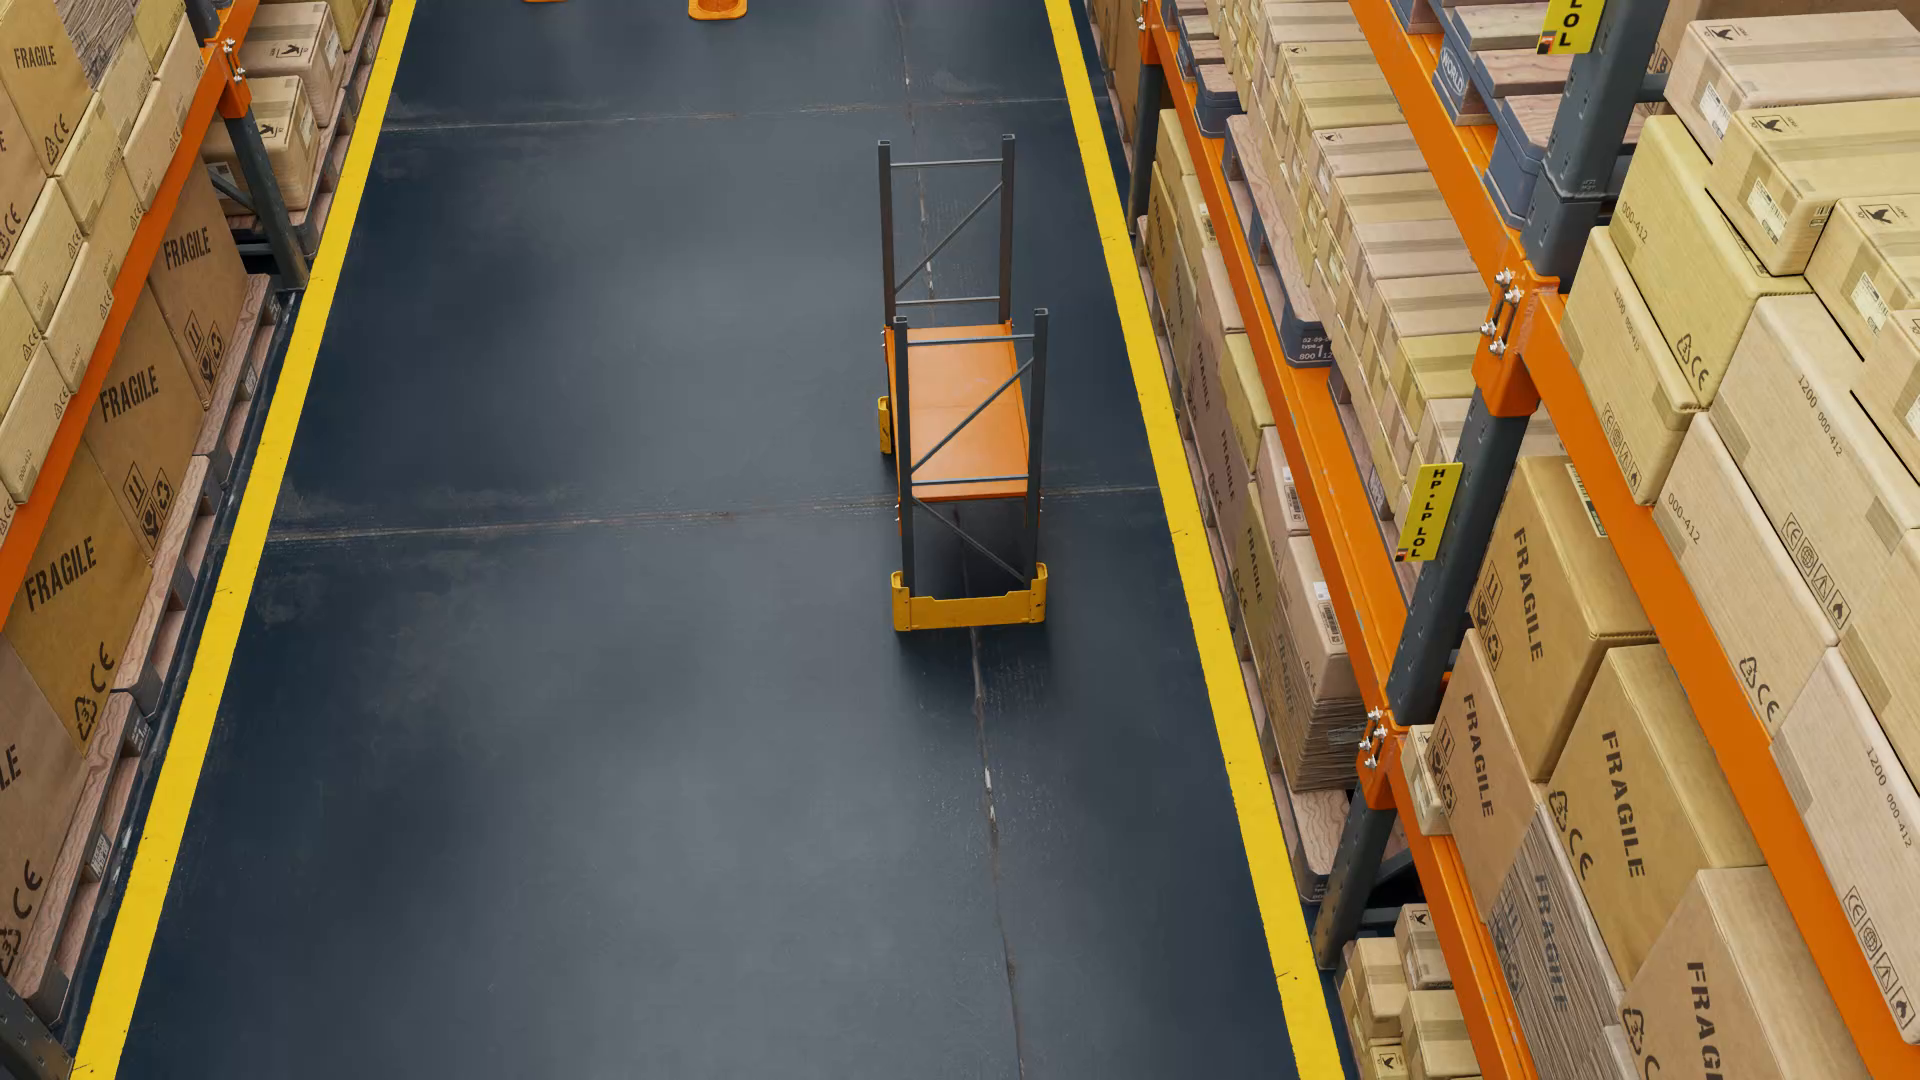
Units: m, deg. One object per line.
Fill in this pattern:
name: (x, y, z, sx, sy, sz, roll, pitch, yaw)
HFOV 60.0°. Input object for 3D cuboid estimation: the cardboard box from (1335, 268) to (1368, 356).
cardboard box: (1.364, -0.704, 5.030, 0.380, 0.149, 0.250, -5, 47, -5)

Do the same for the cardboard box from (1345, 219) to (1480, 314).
cardboard box: (1.369, -0.813, 4.928, 0.380, 0.149, 0.250, -4, 47, -3)

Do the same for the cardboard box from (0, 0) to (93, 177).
cardboard box: (-3.207, -1.510, 5.357, 0.500, 0.500, 0.500, -3, 47, -3)

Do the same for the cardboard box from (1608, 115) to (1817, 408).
cardboard box: (1.463, -0.489, 2.840, 0.500, 0.250, 0.500, -2, 47, -2)

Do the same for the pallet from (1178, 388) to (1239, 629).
pallet: (1.490, -0.189, 6.784, 1.003, 0.211, 1.213, -3, 47, -3)

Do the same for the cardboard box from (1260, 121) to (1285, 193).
cardboard box: (1.277, -1.357, 5.853, 0.380, 0.149, 0.250, -3, 47, -3)

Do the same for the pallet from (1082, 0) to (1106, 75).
pallet: (1.237, -3.091, 9.532, 1.003, 0.211, 1.213, -3, 47, -3)

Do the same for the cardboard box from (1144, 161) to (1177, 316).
cardboard box: (1.132, -1.352, 7.397, 0.500, 0.500, 0.500, -5, 47, -5)

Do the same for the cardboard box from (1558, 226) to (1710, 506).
cardboard box: (1.438, -0.329, 3.033, 0.500, 0.250, 0.500, -1, 47, -1)

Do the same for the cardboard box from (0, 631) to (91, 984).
cardboard box: (-3.394, 0.816, 5.085, 0.875, 0.875, 0.875, -2, 47, -2)

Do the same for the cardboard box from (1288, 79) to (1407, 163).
cardboard box: (1.302, -1.379, 5.464, 0.380, 0.149, 0.250, -4, 47, -4)

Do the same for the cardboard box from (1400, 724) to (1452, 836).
cardboard box: (1.360, 0.611, 4.278, 0.380, 0.149, 0.250, -2, 47, -2)

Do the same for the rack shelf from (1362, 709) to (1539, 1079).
rack shelf: (1.830, 1.994, 3.291, 1.077, 0.370, 4.000, -3, 47, -3)

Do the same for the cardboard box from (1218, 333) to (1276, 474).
cardboard box: (1.260, -0.521, 6.093, 0.500, 0.250, 0.500, -5, 47, -5)

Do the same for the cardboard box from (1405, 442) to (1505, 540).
cardboard box: (1.432, -0.136, 4.492, 0.380, 0.149, 0.250, -2, 47, -2)

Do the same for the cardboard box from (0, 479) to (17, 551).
cardboard box: (-3.081, 0.017, 4.772, 0.500, 0.250, 0.500, -5, 47, -4)

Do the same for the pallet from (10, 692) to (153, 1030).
pallet: (-3.402, 1.079, 5.583, 1.003, 0.211, 1.213, -3, 47, -3)

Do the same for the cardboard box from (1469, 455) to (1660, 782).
cardboard box: (1.457, 0.161, 3.570, 0.500, 0.500, 0.500, -2, 47, -2)

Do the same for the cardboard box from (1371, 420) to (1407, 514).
cardboard box: (1.409, -0.222, 4.778, 0.380, 0.149, 0.250, -3, 47, -3)

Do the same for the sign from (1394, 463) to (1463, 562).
sign: (1.109, -0.062, 3.945, 0.100, 0.325, 0.005, -3, 47, -3)

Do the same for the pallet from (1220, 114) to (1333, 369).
pallet: (1.534, -1.099, 5.857, 1.003, 0.211, 1.213, -3, 47, -3)

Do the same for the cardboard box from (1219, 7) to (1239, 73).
cardboard box: (1.209, -1.927, 6.393, 0.380, 0.149, 0.250, -1, 47, -1)

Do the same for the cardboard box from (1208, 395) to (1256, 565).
cardboard box: (1.268, -0.248, 6.351, 0.500, 0.500, 0.500, -4, 47, -4)

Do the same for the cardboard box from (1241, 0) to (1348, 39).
cardboard box: (1.236, -1.947, 6.002, 0.380, 0.149, 0.250, -5, 47, -5)

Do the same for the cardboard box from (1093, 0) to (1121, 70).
cardboard box: (1.289, -3.043, 8.827, 1.050, 0.750, 0.750, -3, 47, -3)

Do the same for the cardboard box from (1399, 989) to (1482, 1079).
cardboard box: (1.449, 1.396, 4.627, 0.380, 0.149, 0.250, -1, 47, -1)

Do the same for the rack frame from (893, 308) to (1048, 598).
rack frame: (0.035, -0.210, 5.916, 0.500, 1.500, 0.032, -3, 47, -3)

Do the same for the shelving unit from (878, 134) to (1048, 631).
shelving unit: (-0.006, -0.571, 6.258, 0.587, 1.500, 1.083, -3, 47, -3)

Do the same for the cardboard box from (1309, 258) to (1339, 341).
cardboard box: (1.341, -0.784, 5.311, 0.380, 0.149, 0.250, -5, 47, -5)

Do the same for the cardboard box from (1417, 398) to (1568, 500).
cardboard box: (1.434, -0.241, 4.387, 0.380, 0.149, 0.250, -2, 47, -1)

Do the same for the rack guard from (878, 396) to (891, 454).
rack guard: (-0.048, -0.501, 7.053, 0.587, 0.250, 0.087, -3, 47, -3)

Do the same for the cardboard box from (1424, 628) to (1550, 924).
cardboard box: (1.453, 0.537, 3.902, 0.500, 0.500, 0.500, -4, 47, -4)

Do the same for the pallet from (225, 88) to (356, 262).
pallet: (-3.661, -1.827, 8.335, 1.003, 0.211, 1.213, -3, 47, -3)

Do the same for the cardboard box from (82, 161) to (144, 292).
cardboard box: (-3.211, -1.085, 5.815, 0.500, 0.250, 0.500, -4, 47, -4)

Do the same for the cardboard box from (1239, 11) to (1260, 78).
cardboard box: (1.240, -1.821, 6.088, 0.380, 0.149, 0.250, -3, 47, -3)

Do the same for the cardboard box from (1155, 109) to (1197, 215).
cardboard box: (1.144, -1.623, 7.137, 0.500, 0.250, 0.500, -5, 47, -5)

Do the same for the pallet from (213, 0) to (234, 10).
pallet: (-3.763, -2.663, 7.339, 1.213, 0.211, 1.003, -3, 47, -3)

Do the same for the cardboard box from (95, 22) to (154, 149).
cardboard box: (-3.256, -1.635, 5.991, 0.500, 0.250, 0.500, -5, 47, -4)

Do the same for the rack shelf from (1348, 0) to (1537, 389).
rack shelf: (1.495, -1.931, 4.943, 1.077, 0.370, 4.000, -3, 47, -3)

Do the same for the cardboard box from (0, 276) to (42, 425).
cardboard box: (-3.105, -0.524, 4.940, 0.500, 0.250, 0.500, -3, 47, -3)

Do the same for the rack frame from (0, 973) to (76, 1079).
rack frame: (-3.262, 0.674, 4.046, 1.000, 3.000, 0.127, -3, 47, -3)

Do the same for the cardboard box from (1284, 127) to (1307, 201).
cardboard box: (1.303, -1.266, 5.562, 0.380, 0.149, 0.250, -2, 47, -2)

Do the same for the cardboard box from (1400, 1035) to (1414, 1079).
cardboard box: (1.484, 1.493, 4.740, 0.380, 0.149, 0.250, -3, 47, -3)

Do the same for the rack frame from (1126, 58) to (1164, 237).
rack frame: (1.327, -2.594, 7.141, 1.000, 3.000, 0.127, -3, 47, -3)

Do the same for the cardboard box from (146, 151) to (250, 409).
cardboard box: (-3.622, -1.129, 6.928, 0.875, 0.875, 0.875, -4, 47, -4)

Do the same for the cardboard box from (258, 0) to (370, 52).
cardboard box: (-3.762, -2.953, 9.001, 0.950, 0.372, 0.625, -2, 47, -2)
